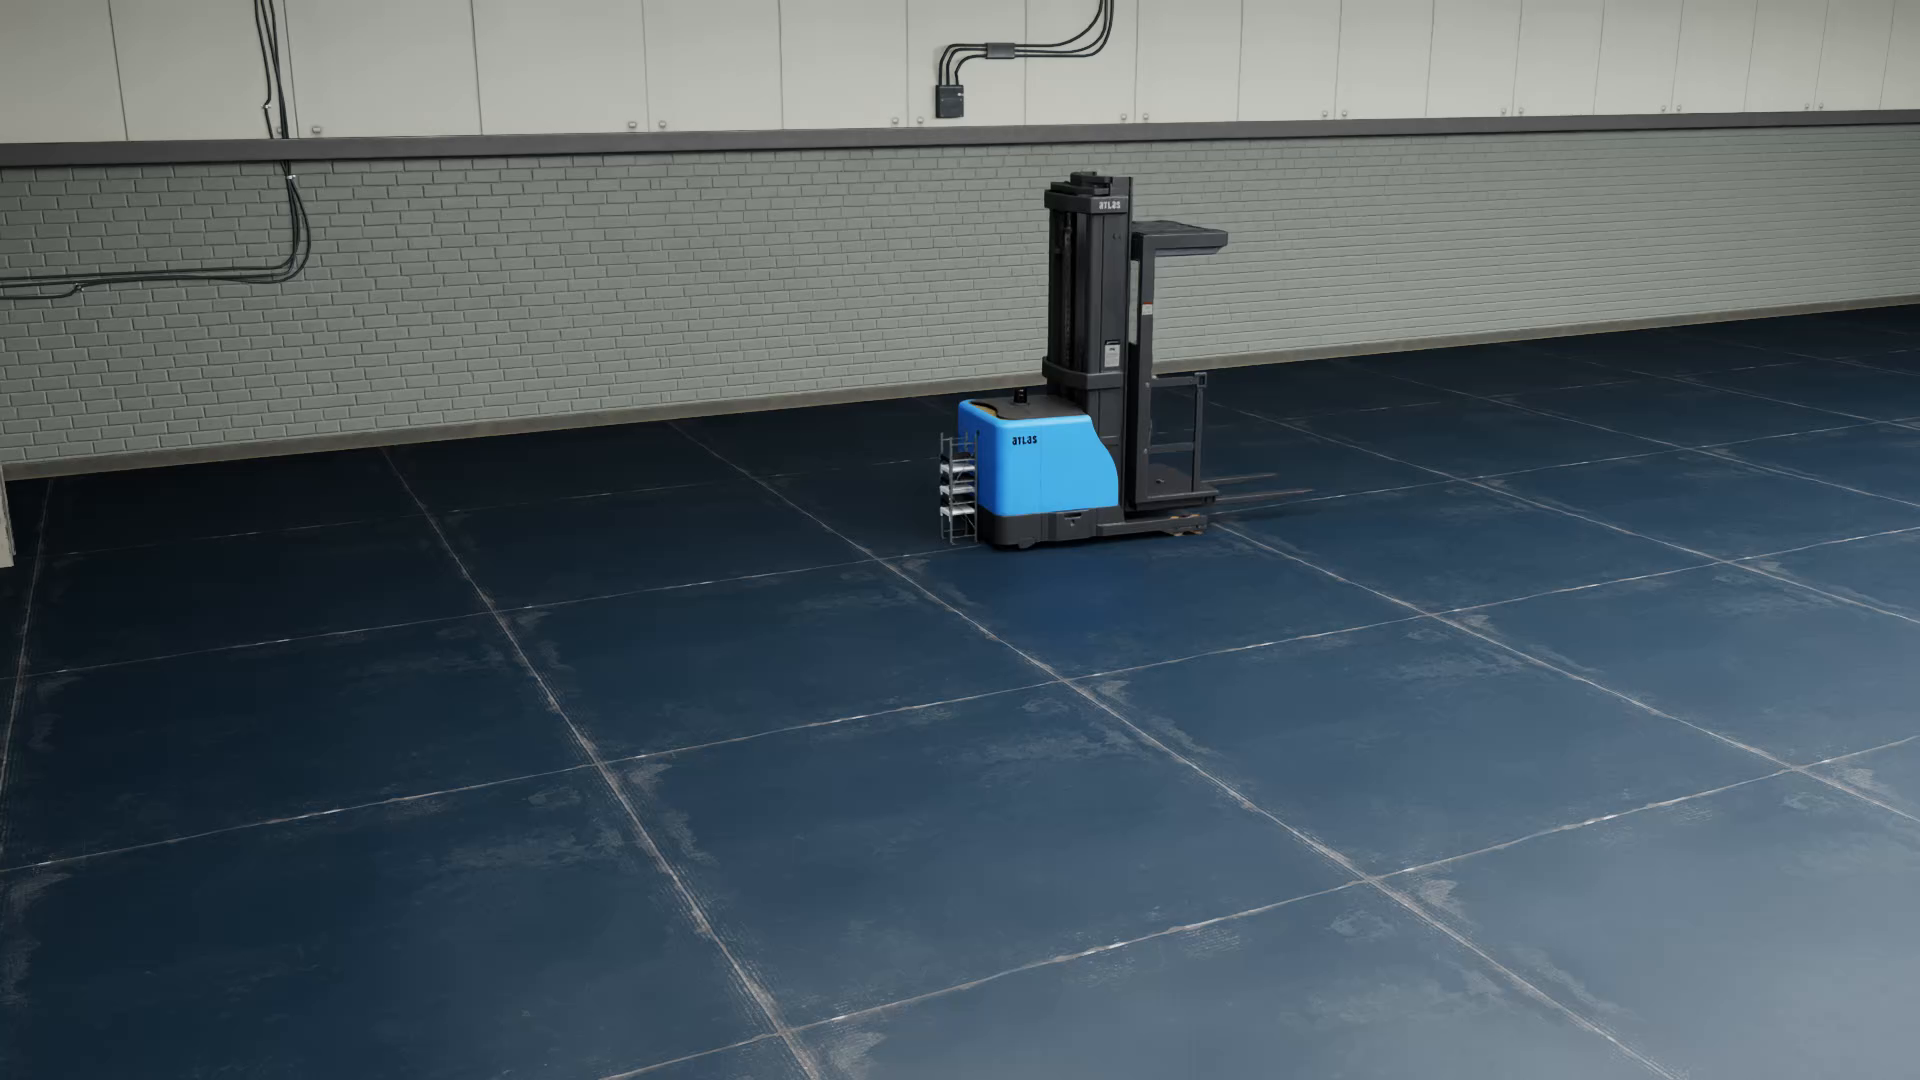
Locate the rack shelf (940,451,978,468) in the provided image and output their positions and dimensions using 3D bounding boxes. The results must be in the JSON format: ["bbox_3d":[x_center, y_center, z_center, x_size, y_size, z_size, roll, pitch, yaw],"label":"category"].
[{"bbox_3d":[-0.010,-0.657,13.552,0.258,0.077,0.200,-6,17,-21],"label":"rack shelf"}]

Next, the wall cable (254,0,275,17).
[{"bbox_3d":[-5.319,-6.304,15.876,3.097,2.526,0.112,-8,18,-25],"label":"wall cable"}]

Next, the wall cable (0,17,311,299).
[{"bbox_3d":[-7.750,-3.549,15.434,3.097,2.526,0.112,-8,18,-25],"label":"wall cable"}]

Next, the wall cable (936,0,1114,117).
[{"bbox_3d":[0.790,-7.820,18.520,2.305,6.003,0.169,-8,18,-25],"label":"wall cable"}]

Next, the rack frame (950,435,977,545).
[{"bbox_3d":[0.028,-0.404,13.526,0.240,0.900,0.006,-6,17,-21],"label":"rack frame"}]

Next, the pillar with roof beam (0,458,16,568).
[{"bbox_3d":[-3.779,-4.672,13.716,9.100,9.000,0.400,-8,18,-25],"label":"pillar with roof beam"}]

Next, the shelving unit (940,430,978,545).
[{"bbox_3d":[-0.010,-0.430,13.617,0.258,0.900,0.210,-6,17,-21],"label":"shelving unit"}]

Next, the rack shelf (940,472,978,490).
[{"bbox_3d":[-0.010,-0.484,13.601,0.258,0.077,0.200,-6,17,-21],"label":"rack shelf"}]

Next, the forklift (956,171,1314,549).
[{"bbox_3d":[1.542,-1.569,13.903,3.031,2.935,1.130,-6,17,-19],"label":"forklift"}]

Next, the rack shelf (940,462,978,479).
[{"bbox_3d":[-0.010,-0.571,13.577,0.258,0.077,0.200,-6,17,-21],"label":"rack shelf"}]

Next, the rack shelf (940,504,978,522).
[{"bbox_3d":[-0.010,-0.225,13.676,0.258,0.077,0.200,-6,17,-21],"label":"rack shelf"}]

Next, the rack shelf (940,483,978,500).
[{"bbox_3d":[-0.010,-0.398,13.626,0.258,0.077,0.200,-6,17,-21],"label":"rack shelf"}]

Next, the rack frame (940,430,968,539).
[{"bbox_3d":[-0.048,-0.456,13.708,0.240,0.900,0.006,-6,17,-21],"label":"rack frame"}]

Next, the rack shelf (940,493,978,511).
[{"bbox_3d":[-0.010,-0.311,13.651,0.258,0.077,0.200,-6,17,-21],"label":"rack shelf"}]
